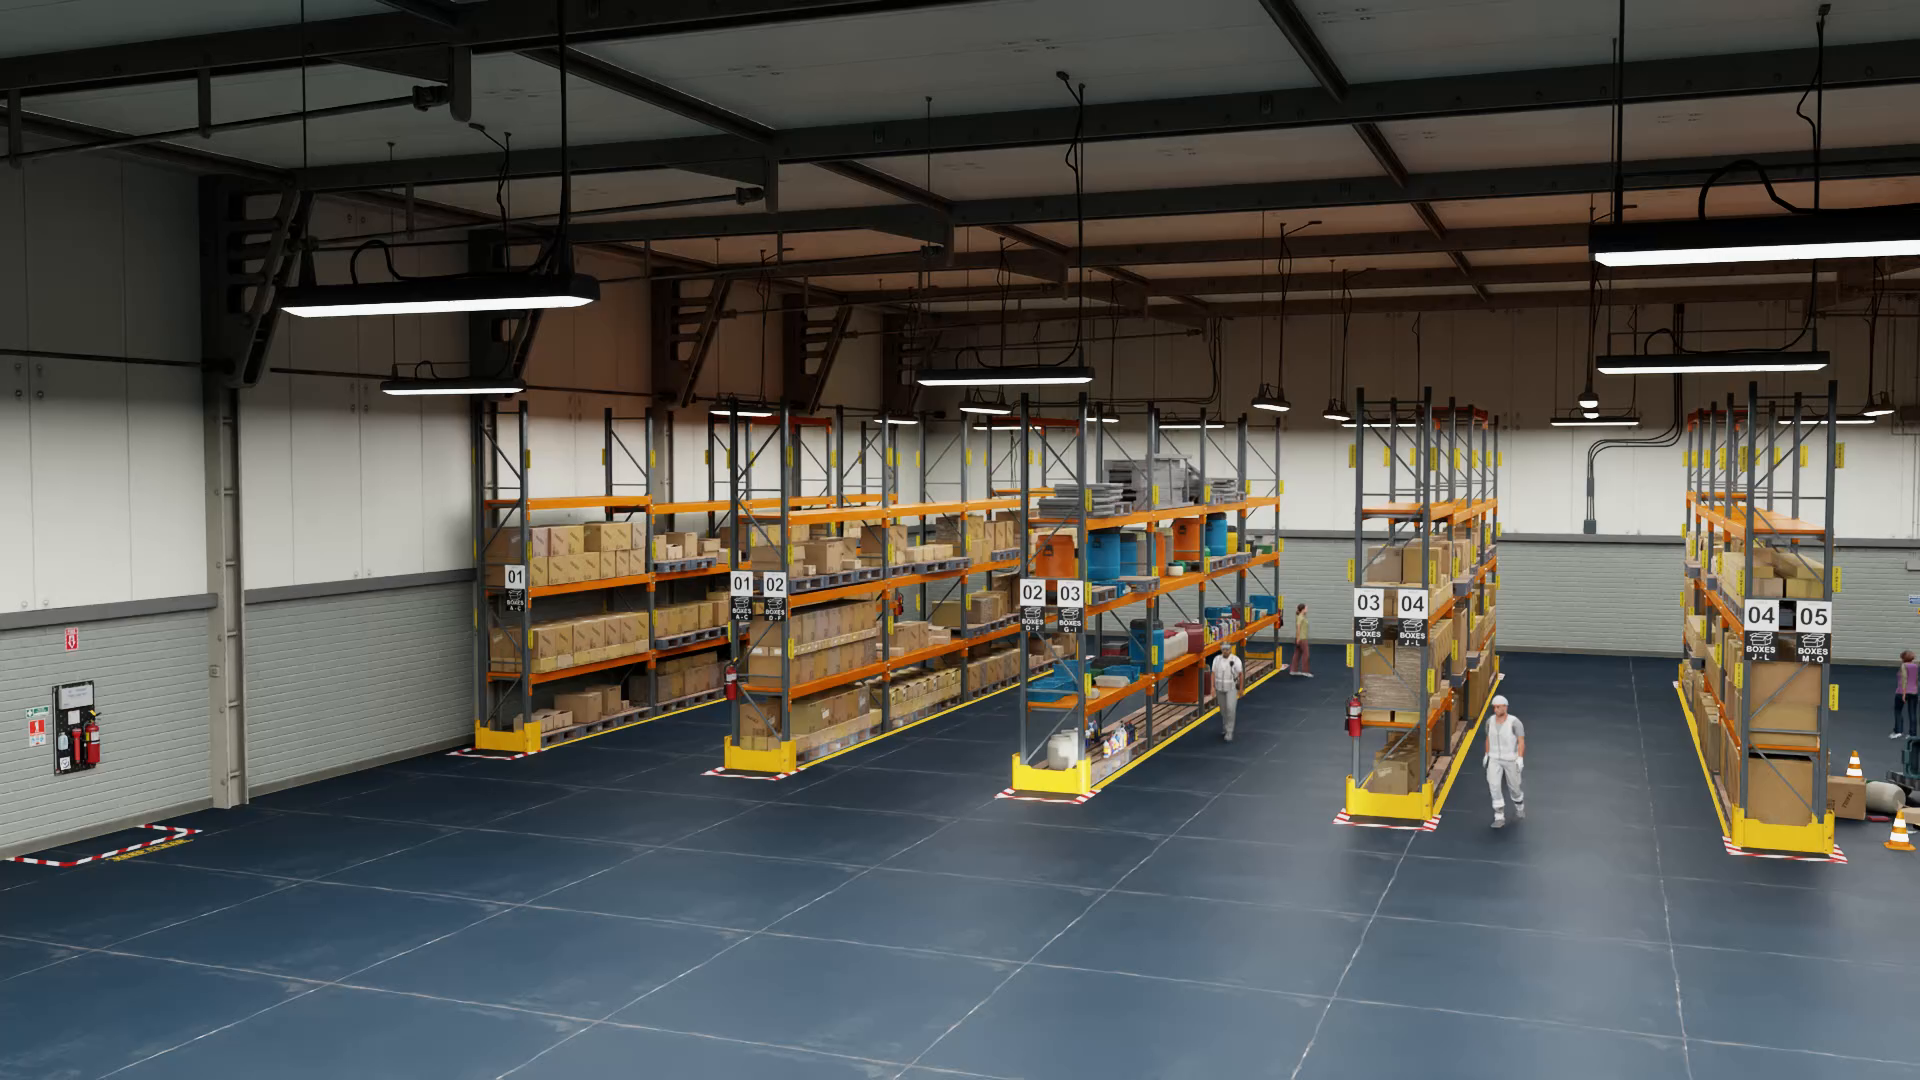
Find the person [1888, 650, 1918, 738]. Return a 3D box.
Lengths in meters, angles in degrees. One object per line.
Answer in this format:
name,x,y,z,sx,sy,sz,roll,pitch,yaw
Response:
person,16.925,2.779,29.665,0.406,1.616,0.631,0,3,5

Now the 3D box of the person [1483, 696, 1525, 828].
person,7.472,3.009,22.797,0.629,1.773,0.817,2,3,37

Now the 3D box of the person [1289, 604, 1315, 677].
person,7.895,2.331,38.369,0.592,1.690,0.486,0,3,4

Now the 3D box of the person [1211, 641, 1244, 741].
person,4.750,2.666,29.791,0.553,1.718,0.919,2,3,30
